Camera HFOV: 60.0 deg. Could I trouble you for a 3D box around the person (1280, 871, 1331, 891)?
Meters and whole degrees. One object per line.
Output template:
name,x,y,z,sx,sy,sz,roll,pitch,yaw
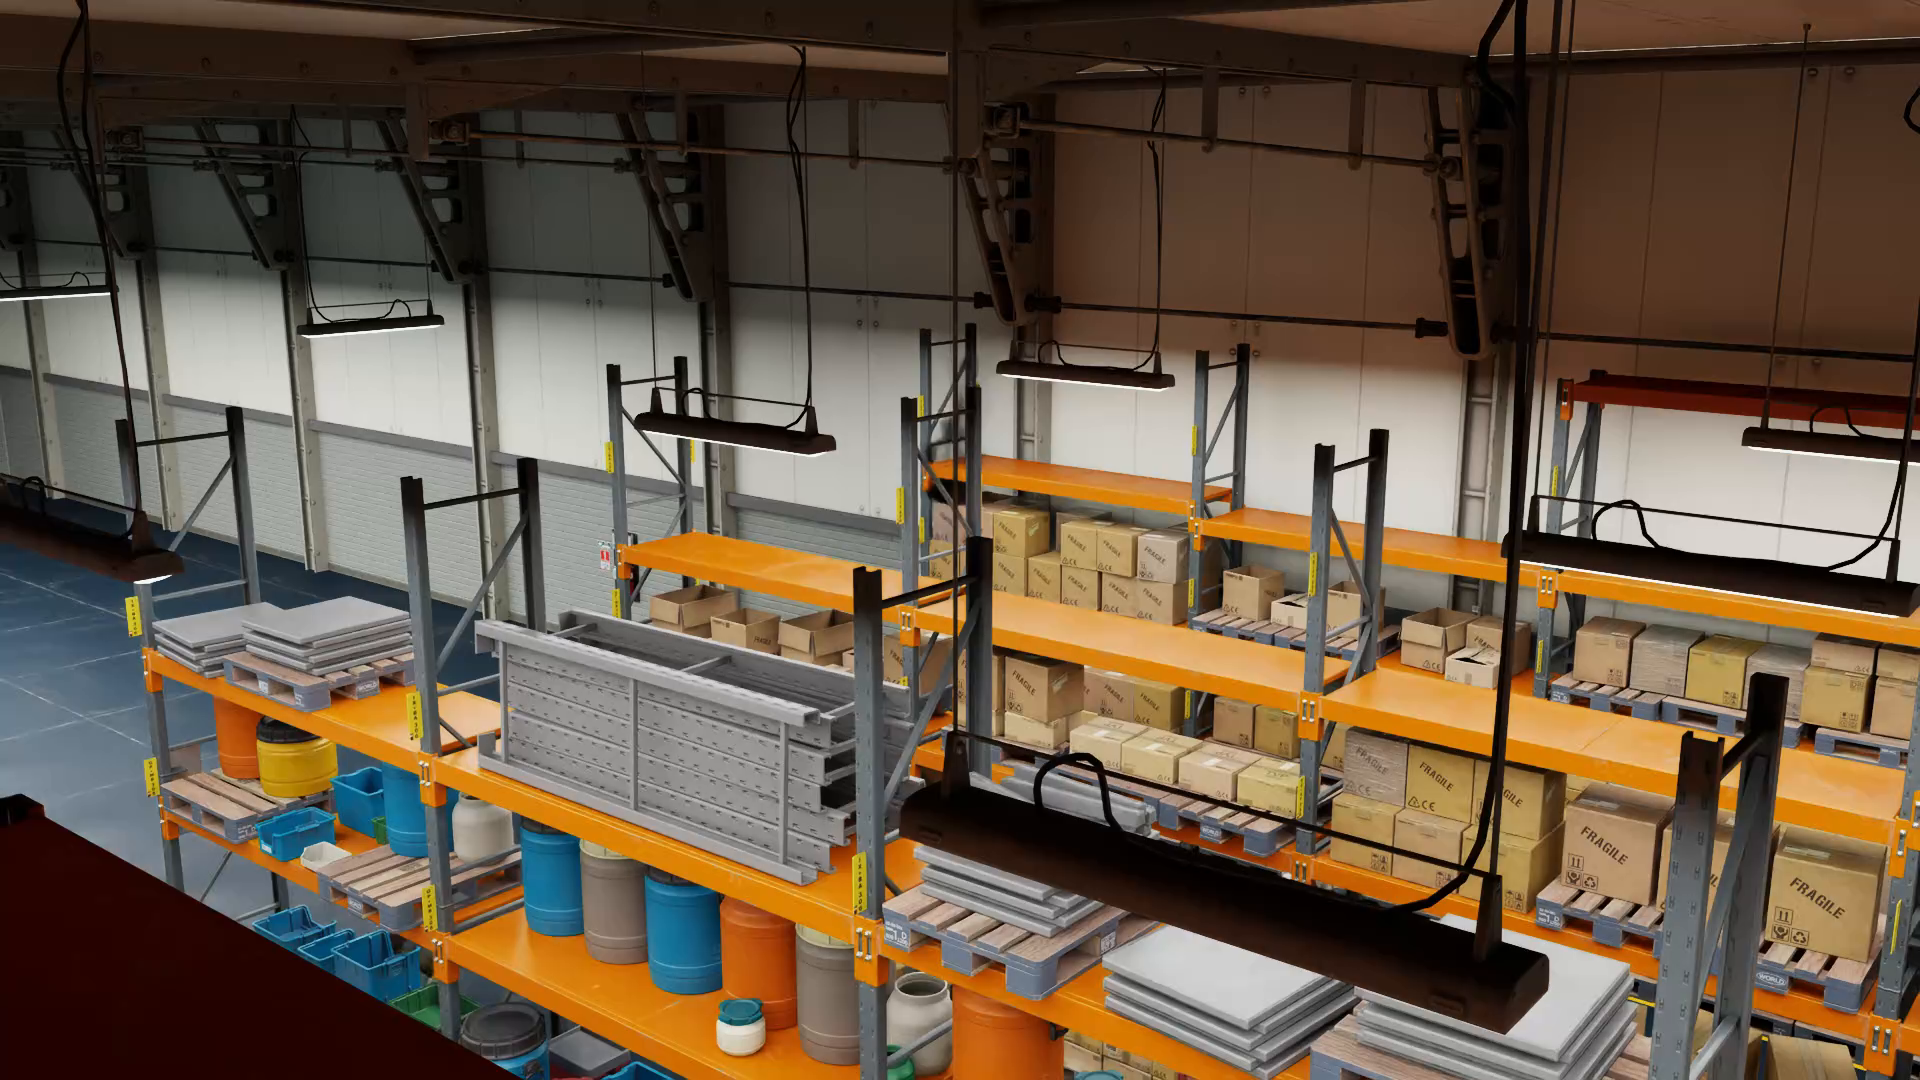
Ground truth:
person,3.226,3.713,15.894,0.880,1.765,0.711,10,16,38

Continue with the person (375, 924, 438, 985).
person,-5.373,3.651,16.135,0.820,1.788,0.711,2,13,9
